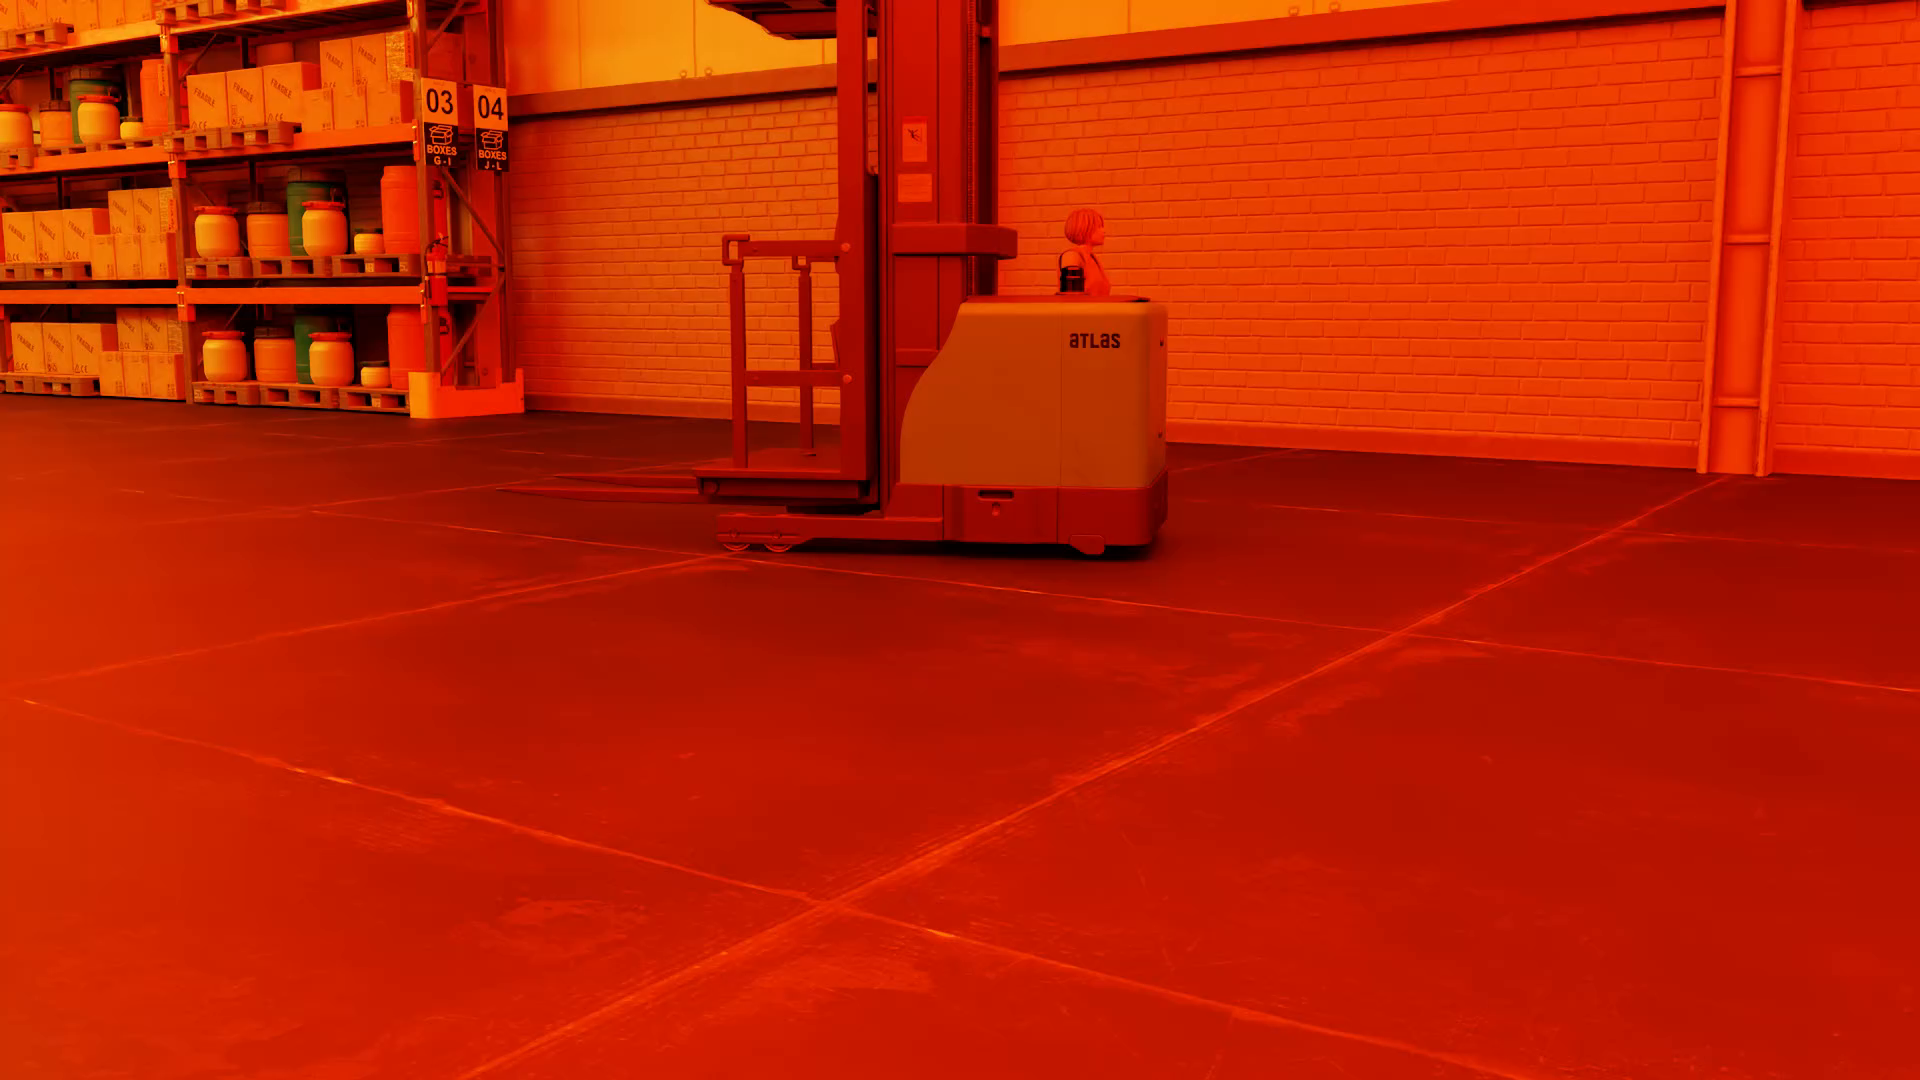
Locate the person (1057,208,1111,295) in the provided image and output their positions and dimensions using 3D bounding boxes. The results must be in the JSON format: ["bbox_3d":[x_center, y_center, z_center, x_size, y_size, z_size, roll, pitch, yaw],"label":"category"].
[{"bbox_3d":[0.797,-1.073,9.423,0.473,1.600,0.520,4,9,24],"label":"person"}]

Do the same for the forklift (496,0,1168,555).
[{"bbox_3d":[-0.596,-1.469,7.520,3.031,2.935,1.130,2,8,12],"label":"forklift"}]
